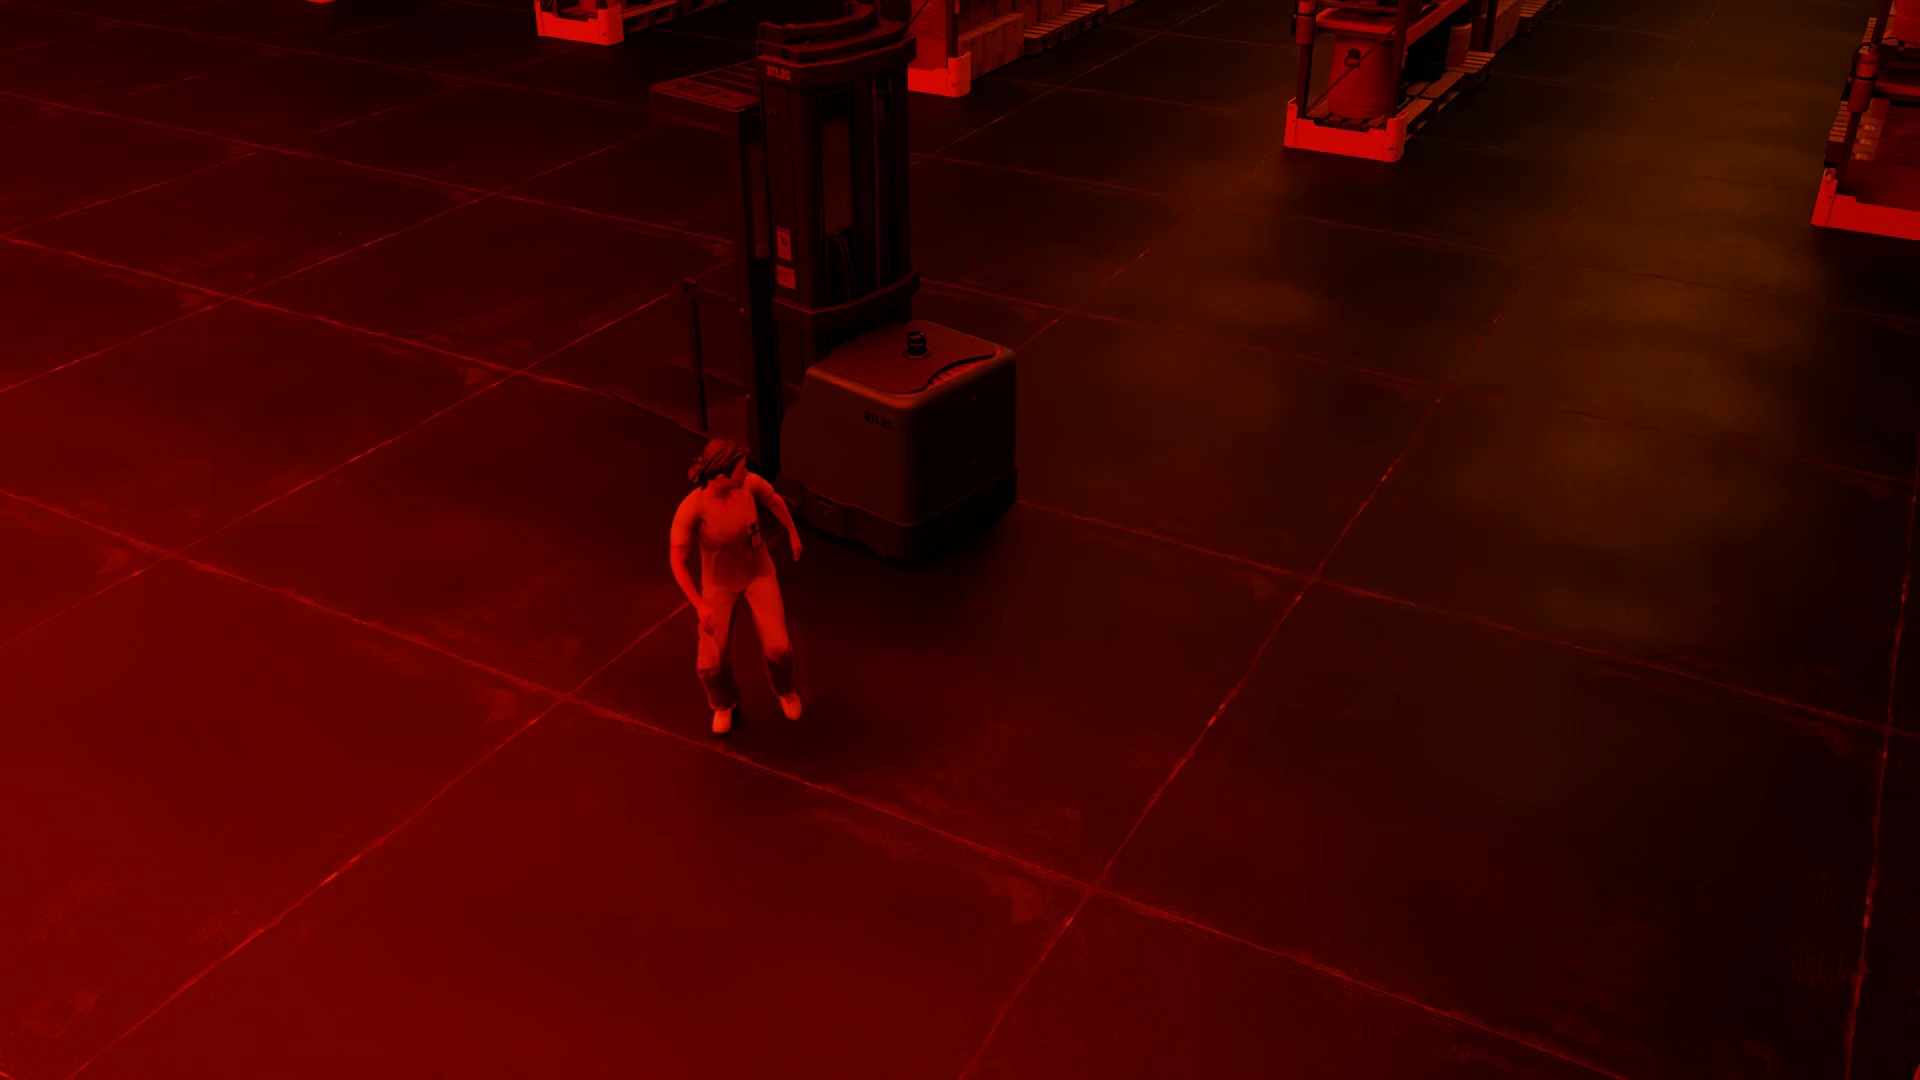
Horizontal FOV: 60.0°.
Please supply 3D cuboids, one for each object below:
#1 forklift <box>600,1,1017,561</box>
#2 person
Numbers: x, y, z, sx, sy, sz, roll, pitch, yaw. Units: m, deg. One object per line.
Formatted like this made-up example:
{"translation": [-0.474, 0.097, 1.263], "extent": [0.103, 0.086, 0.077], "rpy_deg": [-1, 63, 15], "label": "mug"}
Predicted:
{"translation": [-1.098, -1.756, 10.113], "extent": [3.031, 2.935, 1.130], "rpy_deg": [23, 37, 34], "label": "forklift"}
{"translation": [-1.055, 0.221, 8.041], "extent": [0.666, 1.587, 0.601], "rpy_deg": [-7, 31, -12], "label": "person"}
